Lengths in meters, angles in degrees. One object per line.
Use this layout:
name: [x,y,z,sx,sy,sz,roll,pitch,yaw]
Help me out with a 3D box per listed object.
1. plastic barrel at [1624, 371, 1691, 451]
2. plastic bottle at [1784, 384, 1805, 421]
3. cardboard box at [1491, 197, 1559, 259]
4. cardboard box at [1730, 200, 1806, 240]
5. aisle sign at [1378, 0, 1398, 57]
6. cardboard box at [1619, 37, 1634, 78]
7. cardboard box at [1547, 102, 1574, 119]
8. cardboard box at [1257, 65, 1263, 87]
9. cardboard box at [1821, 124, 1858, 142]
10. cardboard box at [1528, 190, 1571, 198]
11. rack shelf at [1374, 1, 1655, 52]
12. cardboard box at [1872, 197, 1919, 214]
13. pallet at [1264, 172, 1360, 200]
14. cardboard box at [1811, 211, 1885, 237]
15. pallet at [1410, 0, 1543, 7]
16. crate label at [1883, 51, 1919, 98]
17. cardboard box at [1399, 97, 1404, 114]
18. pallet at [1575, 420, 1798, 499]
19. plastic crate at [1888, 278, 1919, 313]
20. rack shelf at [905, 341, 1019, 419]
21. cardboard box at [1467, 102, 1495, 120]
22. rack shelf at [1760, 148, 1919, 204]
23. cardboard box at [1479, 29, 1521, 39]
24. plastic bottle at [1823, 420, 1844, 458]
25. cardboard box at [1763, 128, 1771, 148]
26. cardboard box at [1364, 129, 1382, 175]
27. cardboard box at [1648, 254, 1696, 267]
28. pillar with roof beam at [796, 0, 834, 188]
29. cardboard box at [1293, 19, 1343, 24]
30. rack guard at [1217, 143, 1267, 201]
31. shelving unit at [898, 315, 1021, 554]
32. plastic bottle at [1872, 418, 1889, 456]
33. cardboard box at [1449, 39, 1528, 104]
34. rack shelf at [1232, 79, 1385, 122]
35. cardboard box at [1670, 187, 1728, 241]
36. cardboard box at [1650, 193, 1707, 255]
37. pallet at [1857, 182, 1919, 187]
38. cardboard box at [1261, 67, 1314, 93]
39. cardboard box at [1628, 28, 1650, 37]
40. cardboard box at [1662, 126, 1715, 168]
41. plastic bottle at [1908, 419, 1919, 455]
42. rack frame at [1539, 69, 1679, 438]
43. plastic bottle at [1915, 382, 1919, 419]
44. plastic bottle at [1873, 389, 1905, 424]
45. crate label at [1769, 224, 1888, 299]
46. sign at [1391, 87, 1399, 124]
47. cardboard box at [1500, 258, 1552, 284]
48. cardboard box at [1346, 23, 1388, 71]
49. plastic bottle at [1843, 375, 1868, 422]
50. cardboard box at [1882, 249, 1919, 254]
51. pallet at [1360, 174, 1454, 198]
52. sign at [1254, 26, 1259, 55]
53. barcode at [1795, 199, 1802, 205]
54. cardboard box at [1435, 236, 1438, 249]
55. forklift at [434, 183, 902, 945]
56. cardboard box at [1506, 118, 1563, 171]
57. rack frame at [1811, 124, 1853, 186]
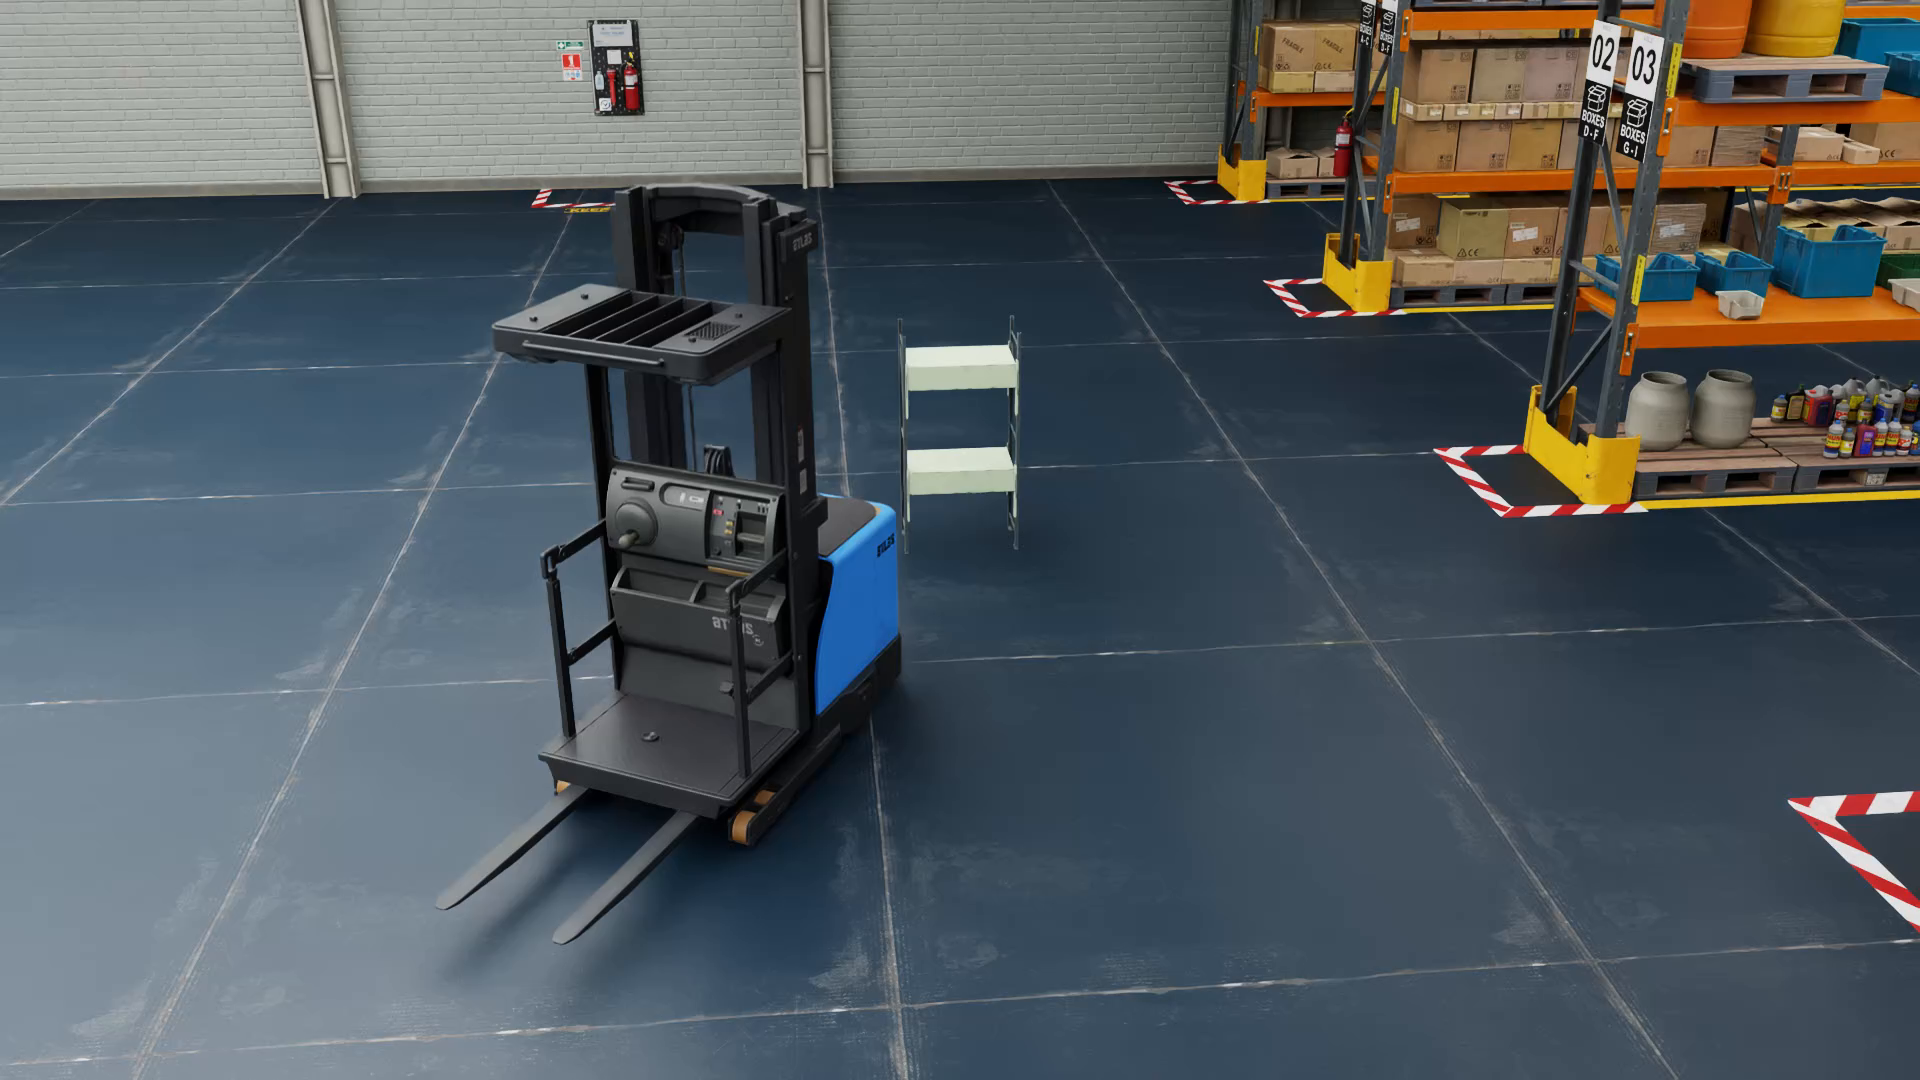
plastic barrel: [5.137,-0.948,12.236,0.421,0.512,0.421,0,24,0]
plastic bottle: [6.389,-1.058,12.740,0.133,0.283,0.061,-2,24,-4]
cardboard box: [5.556,-3.094,16.462,0.500,0.500,0.500,-2,24,-5]
cardboard box: [8.362,-3.322,17.208,0.500,0.311,0.500,-2,24,-5]
aisle sign: [3.971,-4.900,15.380,0.004,0.787,0.394,-2,24,-5]
cardboard box: [6.545,-4.576,16.131,0.500,0.500,0.700,-2,24,-5]
cardboard box: [5.700,-4.161,15.997,0.250,0.149,0.380,-3,24,-6]
cardboard box: [3.962,-5.878,20.941,0.500,0.250,0.500,-2,24,-4]
cardboard box: [8.844,-4.046,16.825,0.258,0.266,0.396,-3,24,-6]
cardboard box: [6.002,-3.323,16.979,0.500,0.500,0.500,-2,24,-5]
rack shelf: [5.997,-4.960,15.908,4.000,0.370,1.077,-2,24,-5]
cardboard box: [9.876,-3.382,17.345,0.500,0.311,0.500,-3,24,-6]
pallet: [4.403,-4.587,21.310,1.213,0.211,1.003,-2,24,-5]
cardboard box: [8.921,-3.123,16.761,0.500,0.311,0.500,-3,24,-6]
pallet: [4.713,-5.186,15.641,1.213,0.211,1.003,-2,24,-5]
crate label: [6.385,-3.080,10.976,0.408,0.251,0.502,-2,24,-5]
cardboard box: [4.368,-4.272,16.248,0.250,0.149,0.380,-3,24,-6]
pallet: [5.370,-0.614,12.371,1.213,0.211,1.003,-2,24,-5]
plastic crate: [6.879,-1.708,11.724,0.437,0.136,0.530,-2,24,-5]
rack shelf: [-0.007,-1.042,10.786,0.720,0.370,0.431,-2,24,-5]
cardboard box: [4.929,-4.130,15.927,0.250,0.149,0.380,-2,24,-5]
rack shelf: [9.977,-3.749,16.877,4.000,0.370,1.077,-2,24,-5]
cardboard box: [6.560,-6.117,20.556,0.500,0.500,0.500,-2,24,-5]
plastic bottle: [6.324,-0.737,12.031,0.097,0.271,0.097,0,24,0]
cardboard box: [10.242,-5.195,21.781,0.500,0.500,0.700,-2,24,-5]
cardboard box: [5.515,-4.922,21.167,0.500,0.500,0.700,-4,24,-8]
cardboard box: [7.048,-2.810,16.748,0.500,0.250,0.500,-2,24,-5]
pillar with roof beam: [-1.420,-6.980,15.874,0.400,9.000,9.100,-2,24,-5]
cardboard box: [4.466,-6.244,20.842,0.500,0.500,0.500,-2,24,-4]
rack guard: [3.591,-4.701,21.211,0.348,0.500,1.175,-2,24,-5]
shelving unit: [-0.007,-0.685,10.945,0.755,1.500,0.431,-2,24,-5]
plastic bottle: [6.666,-0.750,12.062,0.097,0.271,0.097,0,24,0]
cardboard box: [5.048,-4.515,15.995,0.500,0.500,0.700,-3,24,-7]
rack shelf: [5.506,-5.591,21.022,4.000,0.370,1.077,-2,24,-5]
cardboard box: [7.495,-3.384,17.115,0.500,0.500,0.500,-2,24,-5]
cardboard box: [7.048,-3.154,16.597,0.500,0.500,0.500,-2,24,-5]
pallet: [12.269,-4.886,21.984,1.213,0.211,1.003,-2,24,-5]
cardboard box: [4.033,-5.672,20.478,0.500,0.250,0.500,-3,24,-7]
cardboard box: [8.563,-6.273,21.004,0.500,0.500,0.700,0,24,0]
cardboard box: [7.022,-4.000,16.432,0.500,0.500,0.700,-3,24,-6]
plastic bottle: [6.967,-0.762,12.089,0.097,0.271,0.097,0,24,0]
rack frame: [4.490,-1.836,11.687,0.127,3.000,1.000,-2,24,-5]
plastic bottle: [7.438,-1.114,12.783,0.185,0.351,0.144,-3,24,-7]
plastic bottle: [7.055,-1.004,12.628,0.135,0.276,0.152,-2,24,-5]
crate label: [6.295,-2.035,12.091,0.616,0.435,0.502,-2,24,-5]
sign: [4.055,-4.045,15.495,0.005,0.325,0.100,-2,24,-5]
cardboard box: [5.557,-2.746,16.604,0.500,0.250,0.500,-2,24,-5]
cardboard box: [5.028,-6.055,20.416,0.500,0.500,0.500,-3,24,-7]
plastic bottle: [6.830,-1.090,12.728,0.185,0.351,0.144,-1,24,-3]
cardboard box: [9.437,-2.891,16.929,0.500,0.250,0.500,-3,24,-7]
pallet: [5.615,-4.635,21.417,1.213,0.211,1.003,-2,24,-5]
sign: [3.569,-6.016,20.027,0.005,0.325,0.100,-2,24,-5]
barcode: [8.282,-3.337,16.419,0.075,0.075,0.001,-2,24,-5]
cardboard box: [5.007,-2.939,17.038,0.500,0.250,0.500,-2,24,-5]
forklift: [-1.369,-0.073,7.805,1.130,2.935,3.031,10,26,21]
cardboard box: [5.489,-3.938,16.293,0.500,0.500,0.700,-2,24,-5]
rack frame: [11.477,-6.160,21.415,0.127,3.000,1.000,-2,24,-5]
